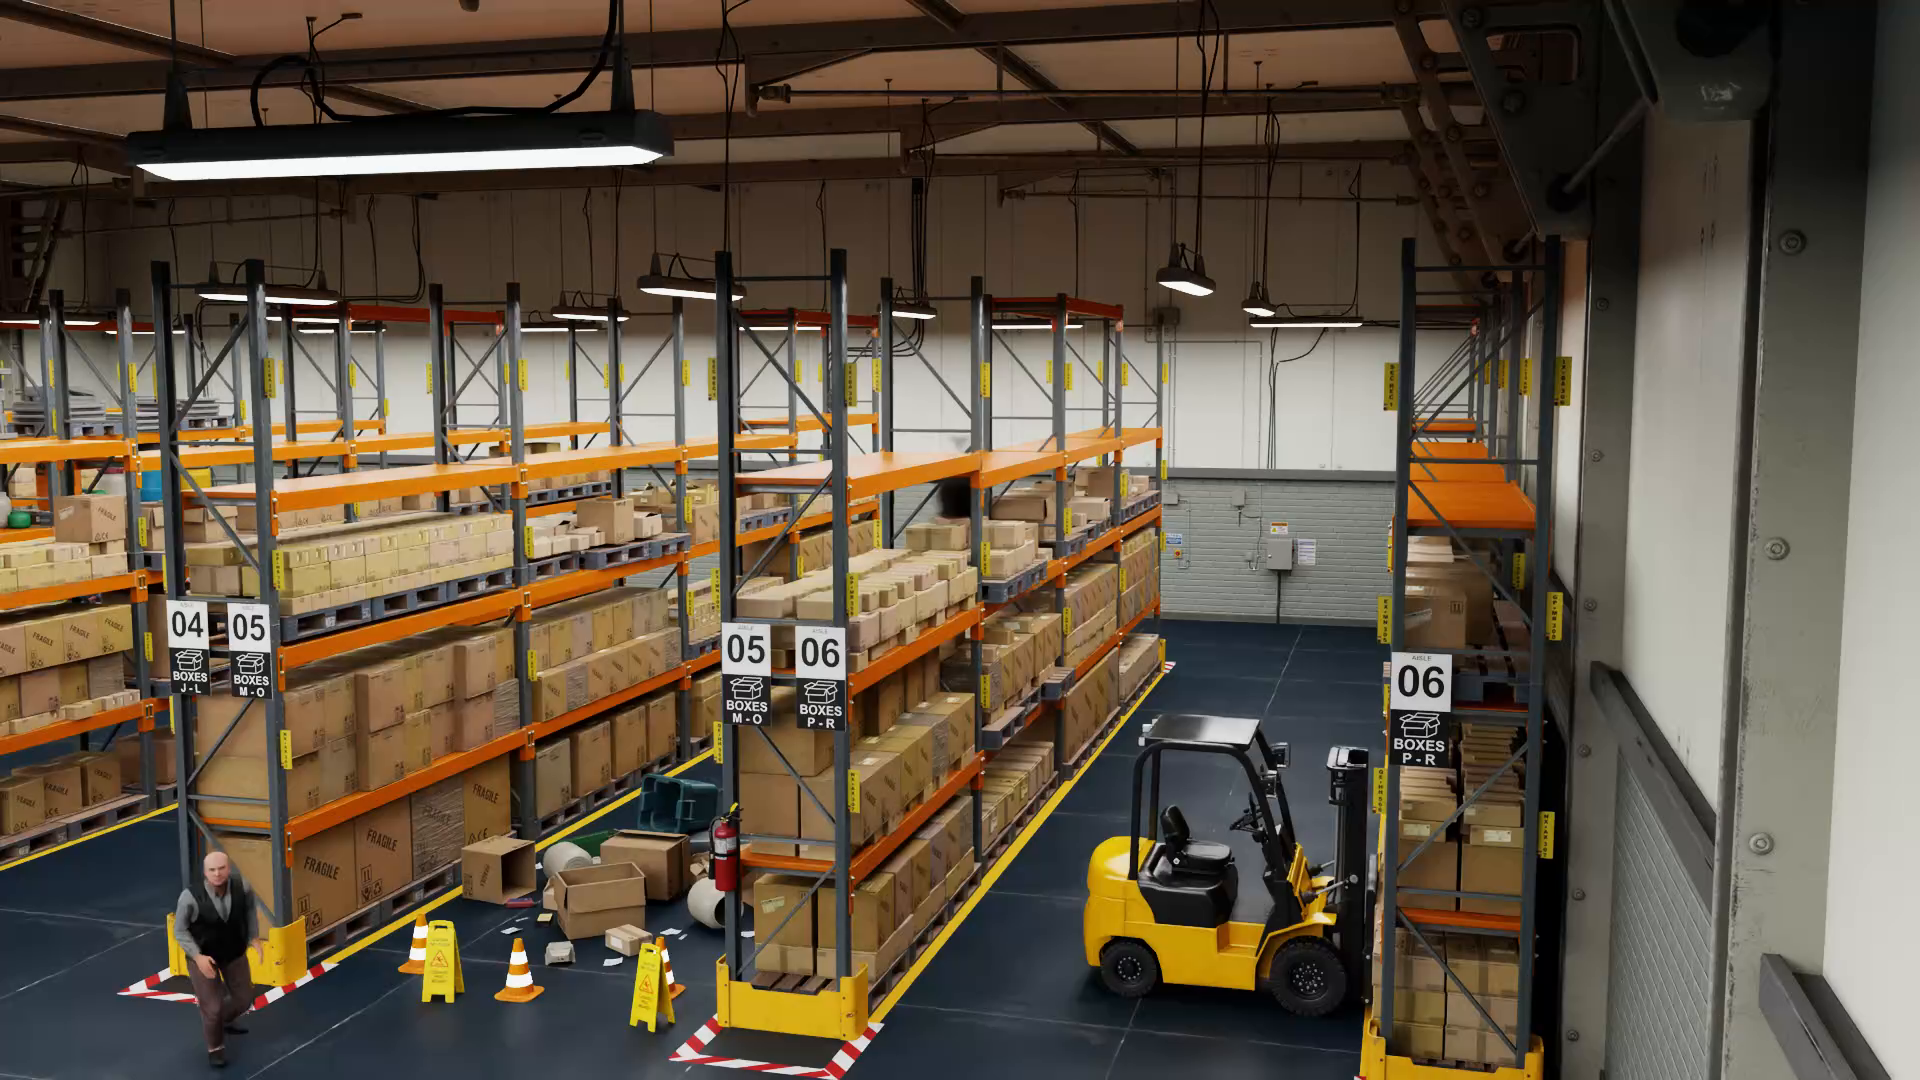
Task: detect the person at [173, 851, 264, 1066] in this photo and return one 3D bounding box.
[{"bbox_3d":[-5.508,3.053,12.274,0.728,1.653,0.631,6,8,44],"label":"person"}]
